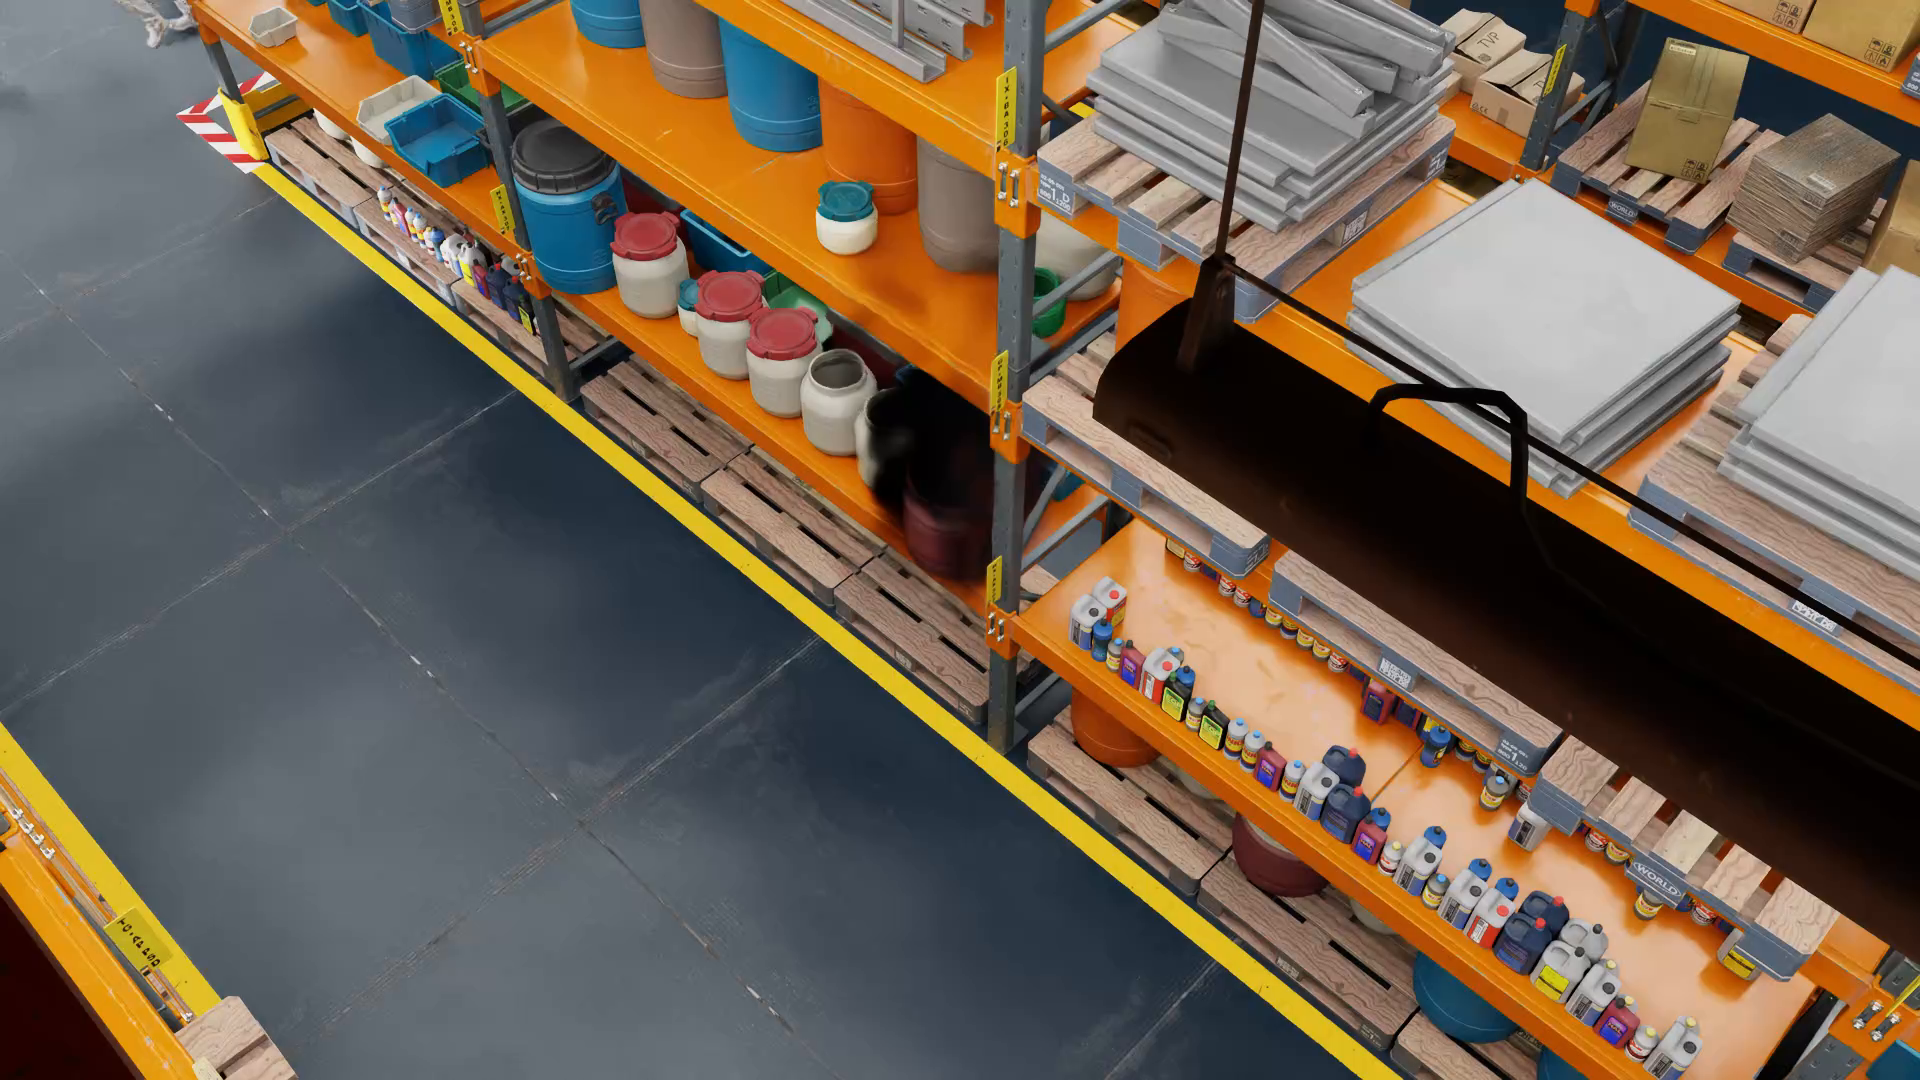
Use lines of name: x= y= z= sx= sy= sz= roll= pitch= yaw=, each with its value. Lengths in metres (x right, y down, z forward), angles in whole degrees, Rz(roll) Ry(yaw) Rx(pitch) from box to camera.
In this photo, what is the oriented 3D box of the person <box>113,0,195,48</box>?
person: x=-6.658 y=-4.743 z=13.223 sx=0.714 sy=1.809 sz=0.698 roll=-8 pitch=51 yaw=-7
